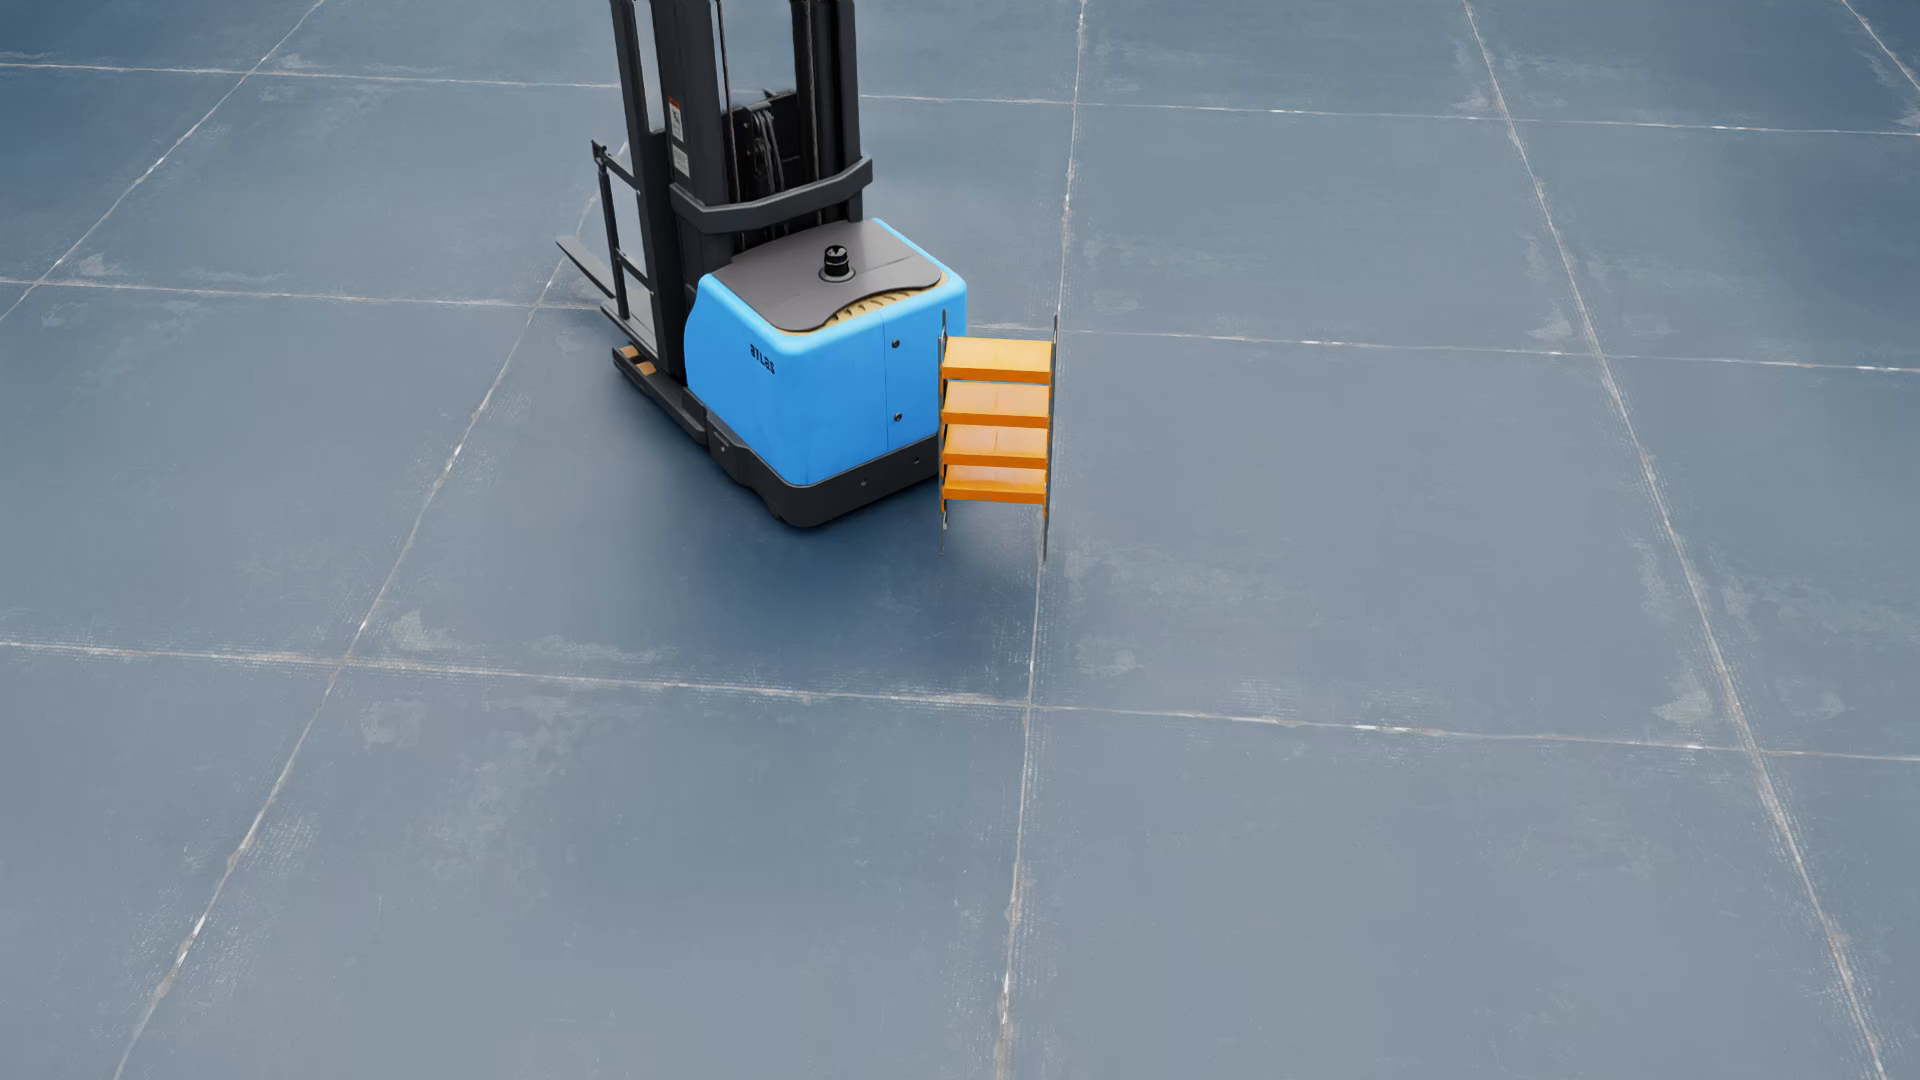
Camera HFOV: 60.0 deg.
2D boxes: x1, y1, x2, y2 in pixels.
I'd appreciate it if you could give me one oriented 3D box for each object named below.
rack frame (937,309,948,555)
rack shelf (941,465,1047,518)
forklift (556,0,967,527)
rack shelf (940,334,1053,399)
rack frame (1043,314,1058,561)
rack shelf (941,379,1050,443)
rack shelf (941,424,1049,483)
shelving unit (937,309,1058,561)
[{"bbox_3d":[-0.078,-0.470,7.547,0.015,1.200,0.240,3,39,4],"label":"rack frame"},{"bbox_3d":[0.165,-0.250,7.698,0.480,0.148,0.258,3,39,4],"label":"rack shelf"},{"bbox_3d":[-1.218,-2.083,8.158,1.130,2.935,3.031,-24,45,-27],"label":"forklift"},{"bbox_3d":[0.165,-0.761,7.283,0.480,0.148,0.258,3,39,4],"label":"rack shelf"},{"bbox_3d":[0.408,-0.443,7.514,0.015,1.200,0.240,3,39,4],"label":"rack frame"},{"bbox_3d":[0.165,-0.578,7.432,0.480,0.148,0.258,3,39,4],"label":"rack shelf"},{"bbox_3d":[0.165,-0.404,7.573,0.480,0.148,0.258,3,39,4],"label":"rack shelf"},{"bbox_3d":[0.165,-0.456,7.531,0.503,1.200,0.258,3,39,4],"label":"shelving unit"}]
